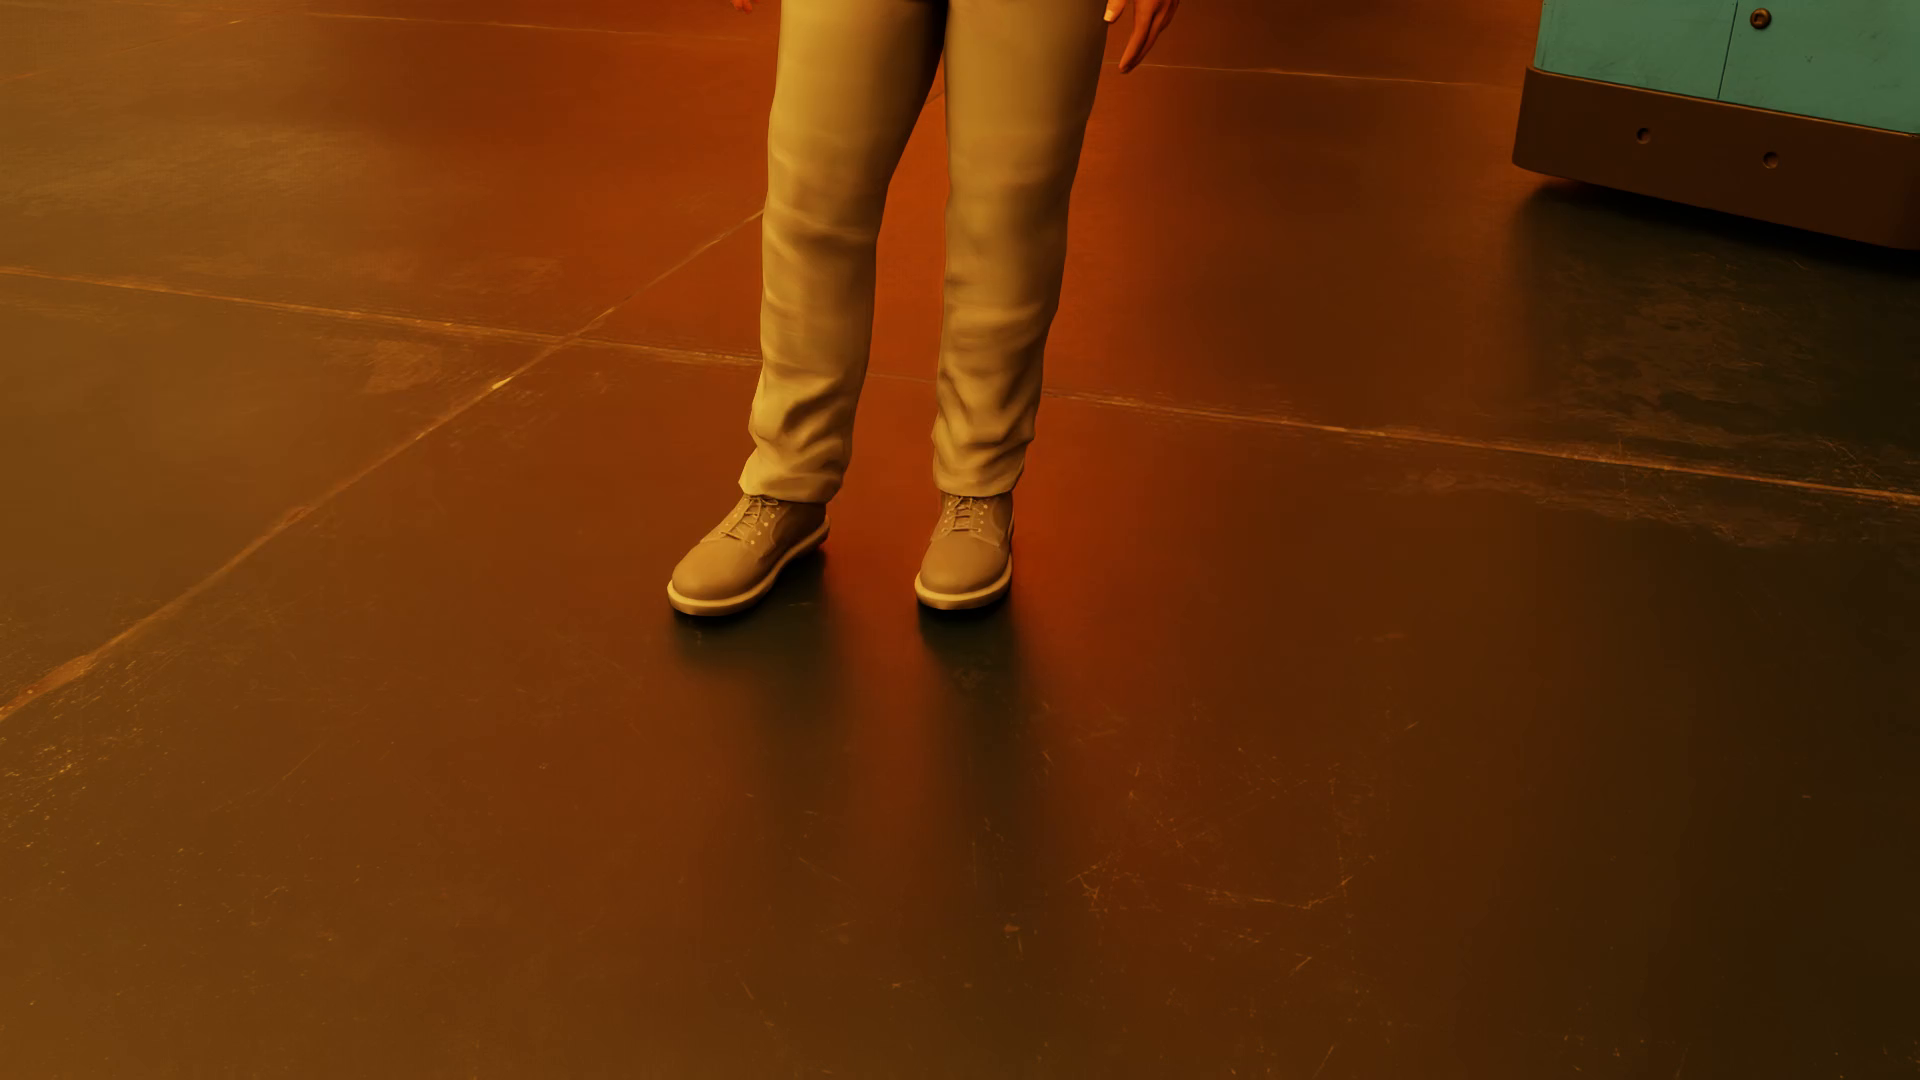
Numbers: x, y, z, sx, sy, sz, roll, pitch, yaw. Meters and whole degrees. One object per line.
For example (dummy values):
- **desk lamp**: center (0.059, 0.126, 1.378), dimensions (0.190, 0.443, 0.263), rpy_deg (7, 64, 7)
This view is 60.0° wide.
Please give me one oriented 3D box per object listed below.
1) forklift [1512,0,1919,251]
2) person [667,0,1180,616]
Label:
- **forklift**: center (2.838, -2.471, 4.119), dimensions (3.031, 2.935, 1.130), rpy_deg (-22, 34, -36)
- **person**: center (-0.035, -0.768, 2.030), dimensions (0.640, 1.781, 0.575), rpy_deg (8, 28, 16)
